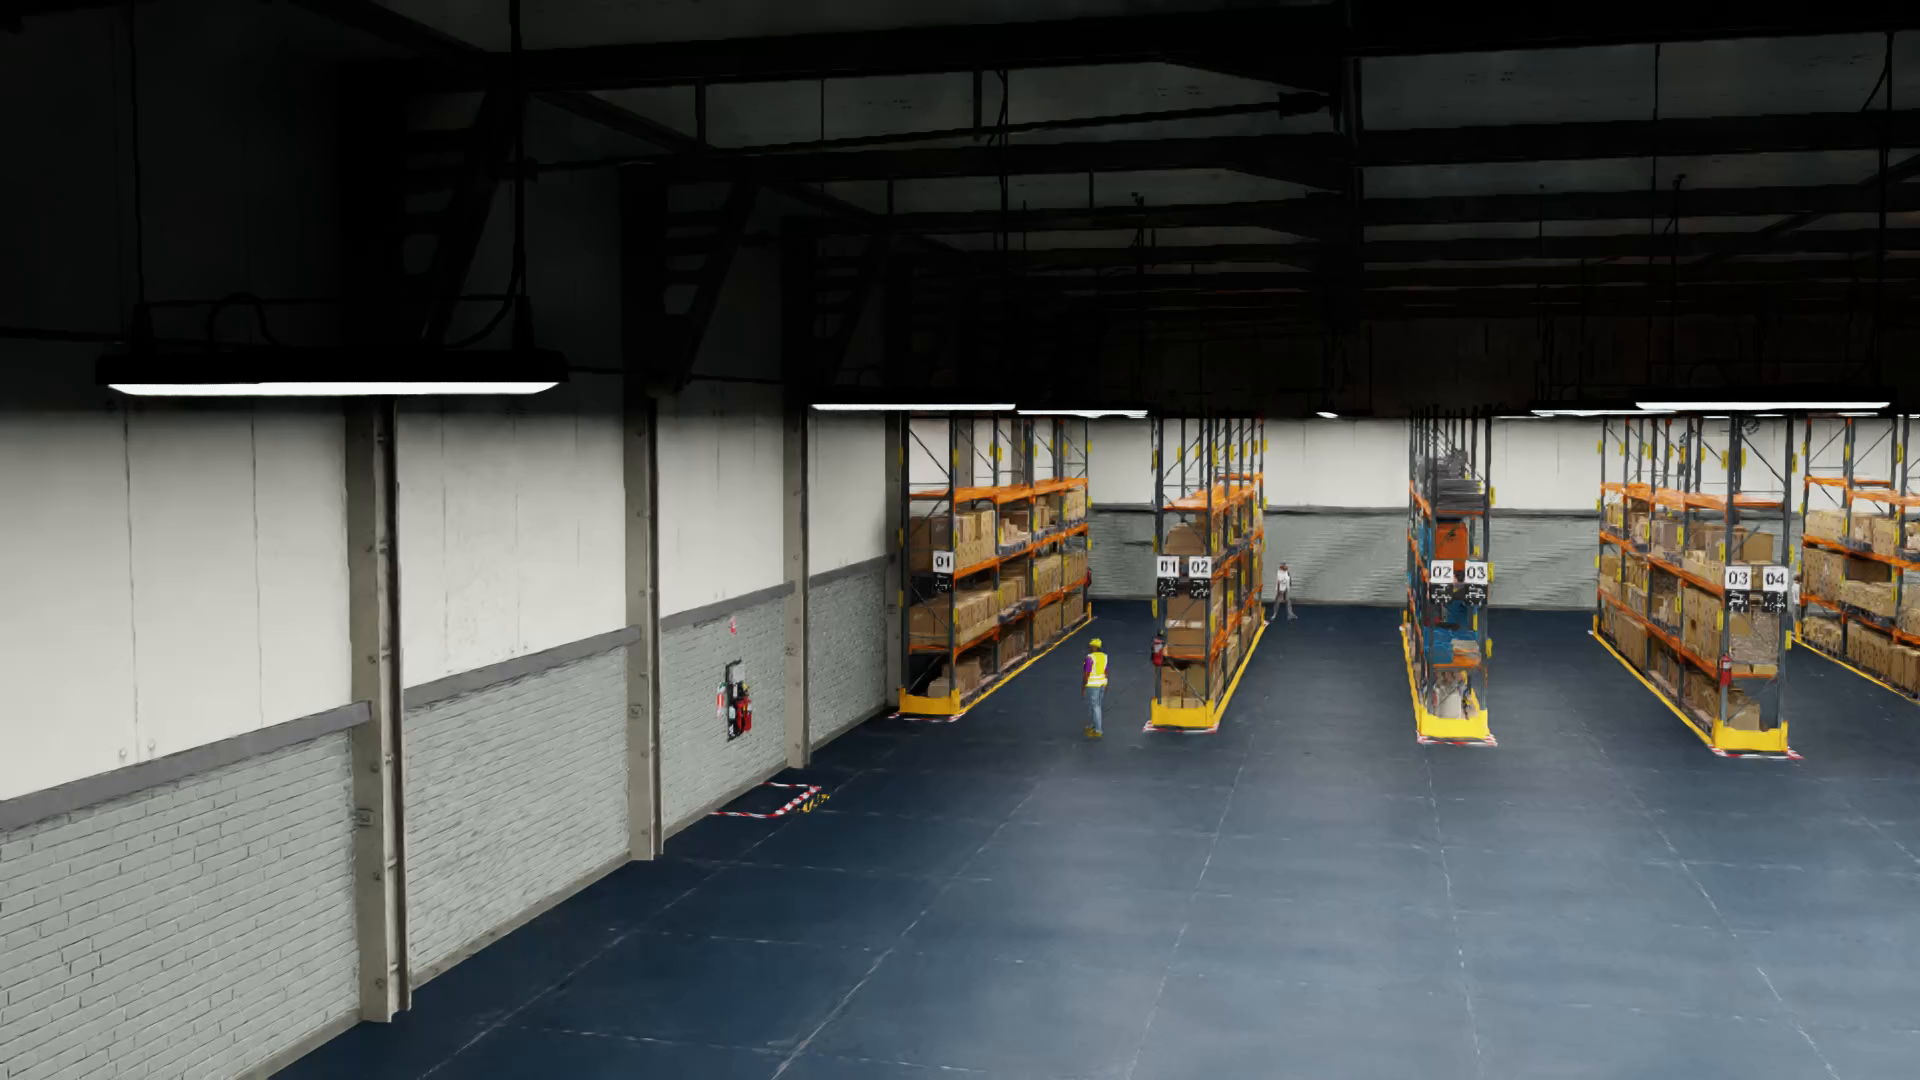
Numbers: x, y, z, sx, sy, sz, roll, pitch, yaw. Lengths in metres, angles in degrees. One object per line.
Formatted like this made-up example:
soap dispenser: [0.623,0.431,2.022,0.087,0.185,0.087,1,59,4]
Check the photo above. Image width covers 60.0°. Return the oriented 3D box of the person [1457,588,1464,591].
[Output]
person: [14.279,1.438,47.217,0.536,1.763,0.680,-2,4,-21]

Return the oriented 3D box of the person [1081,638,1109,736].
person: [2.448,2.654,30.301,0.559,1.762,0.661,4,6,43]

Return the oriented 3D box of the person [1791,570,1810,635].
person: [22.468,1.671,44.394,0.613,1.763,0.595,-1,4,-19]

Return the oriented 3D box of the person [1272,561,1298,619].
person: [9.350,1.438,47.966,0.697,1.670,0.556,-3,5,-40]
